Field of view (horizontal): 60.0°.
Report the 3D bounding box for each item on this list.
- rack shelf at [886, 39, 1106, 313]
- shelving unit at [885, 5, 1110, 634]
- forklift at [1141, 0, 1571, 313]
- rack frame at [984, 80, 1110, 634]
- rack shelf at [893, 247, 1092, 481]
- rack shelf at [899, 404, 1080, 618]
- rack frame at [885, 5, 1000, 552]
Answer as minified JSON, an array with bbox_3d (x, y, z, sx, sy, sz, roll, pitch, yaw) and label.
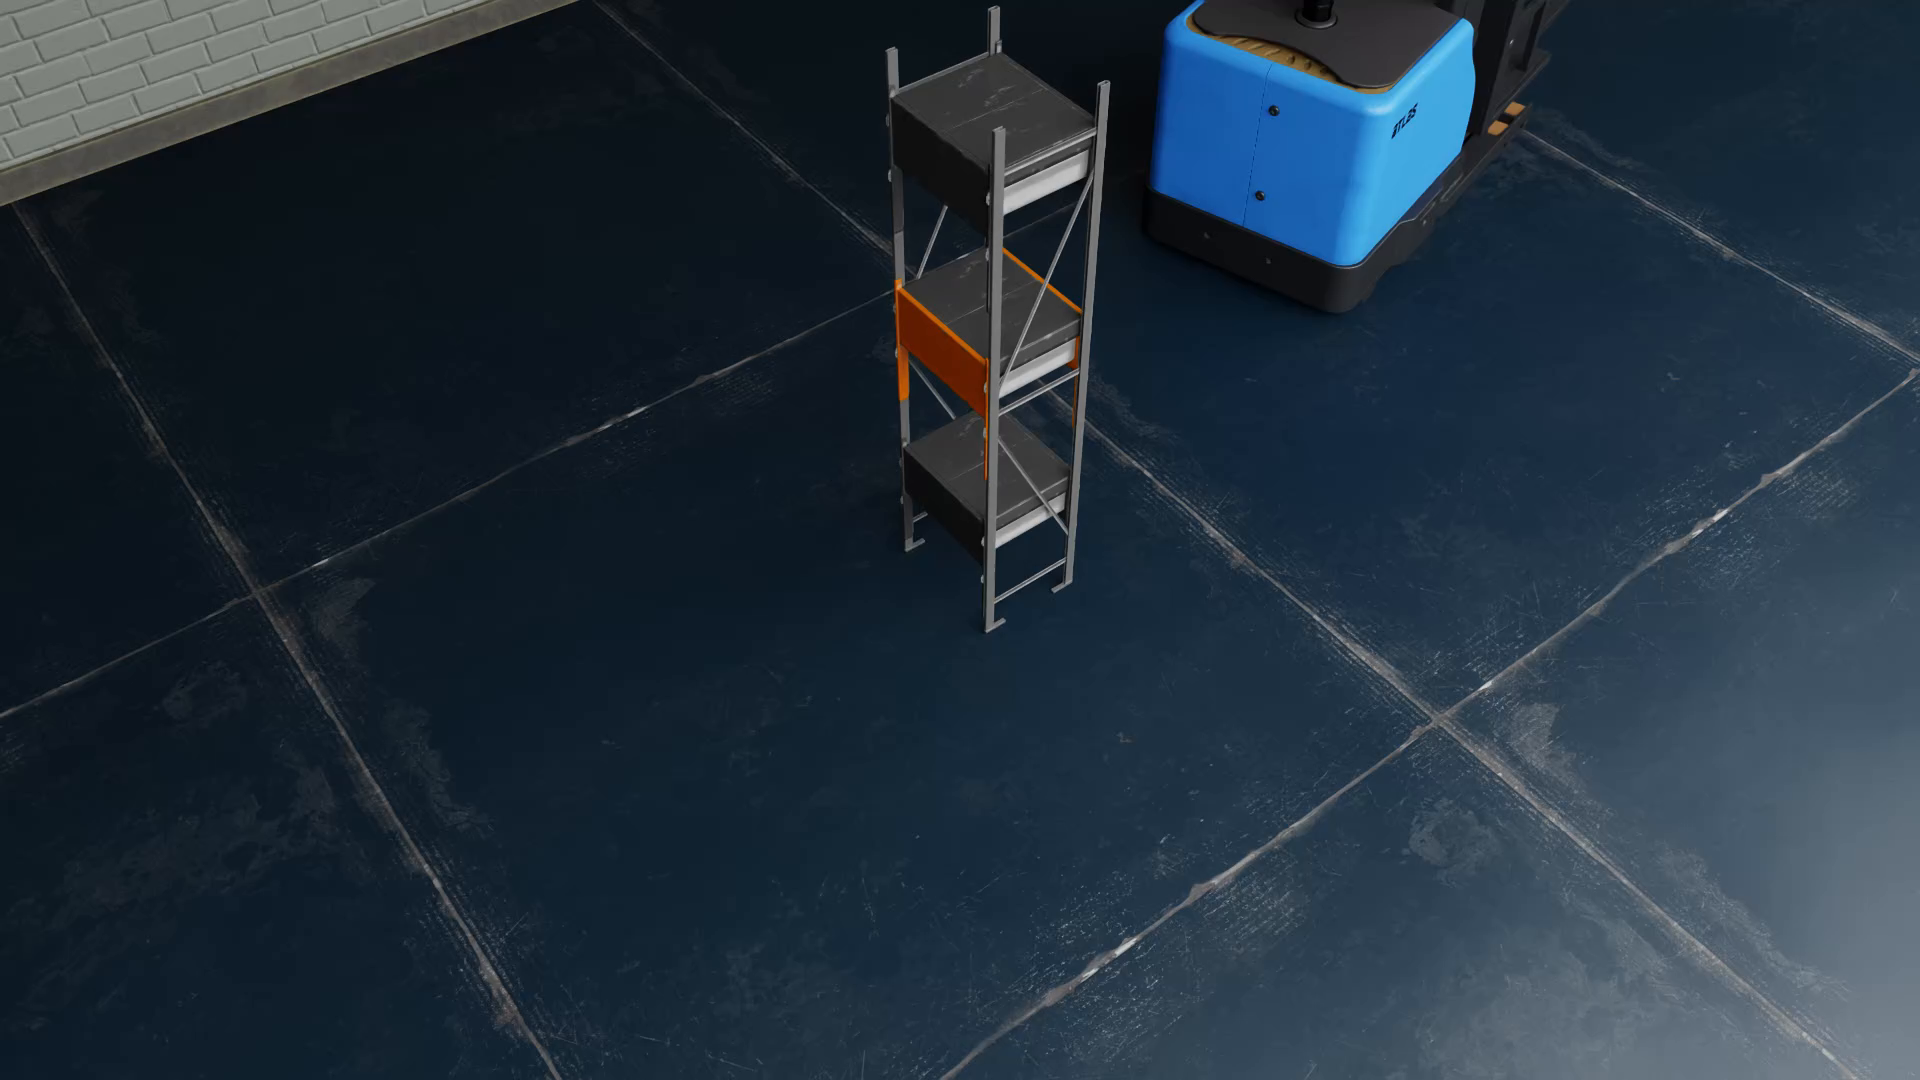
[{"bbox_3d":[0.100,-1.069,4.875,0.431,0.518,0.480,-29,54,-24],"label":"rack shelf"},{"bbox_3d":[0.100,-0.608,5.384,0.431,2.100,0.503,-29,54,-24],"label":"shelving unit"},{"bbox_3d":[2.081,-2.997,6.989,1.130,2.935,3.031,28,54,23],"label":"forklift"},{"bbox_3d":[0.248,-0.464,5.253,0.400,2.100,0.015,-29,54,-24],"label":"rack frame"},{"bbox_3d":[0.100,-0.598,5.394,0.431,0.518,0.480,-29,54,-24],"label":"rack shelf"},{"bbox_3d":[0.100,-0.128,5.912,0.431,0.518,0.480,-29,54,-24],"label":"rack shelf"},{"bbox_3d":[-0.048,-0.752,5.514,0.400,2.100,0.015,-29,54,-24],"label":"rack frame"}]
